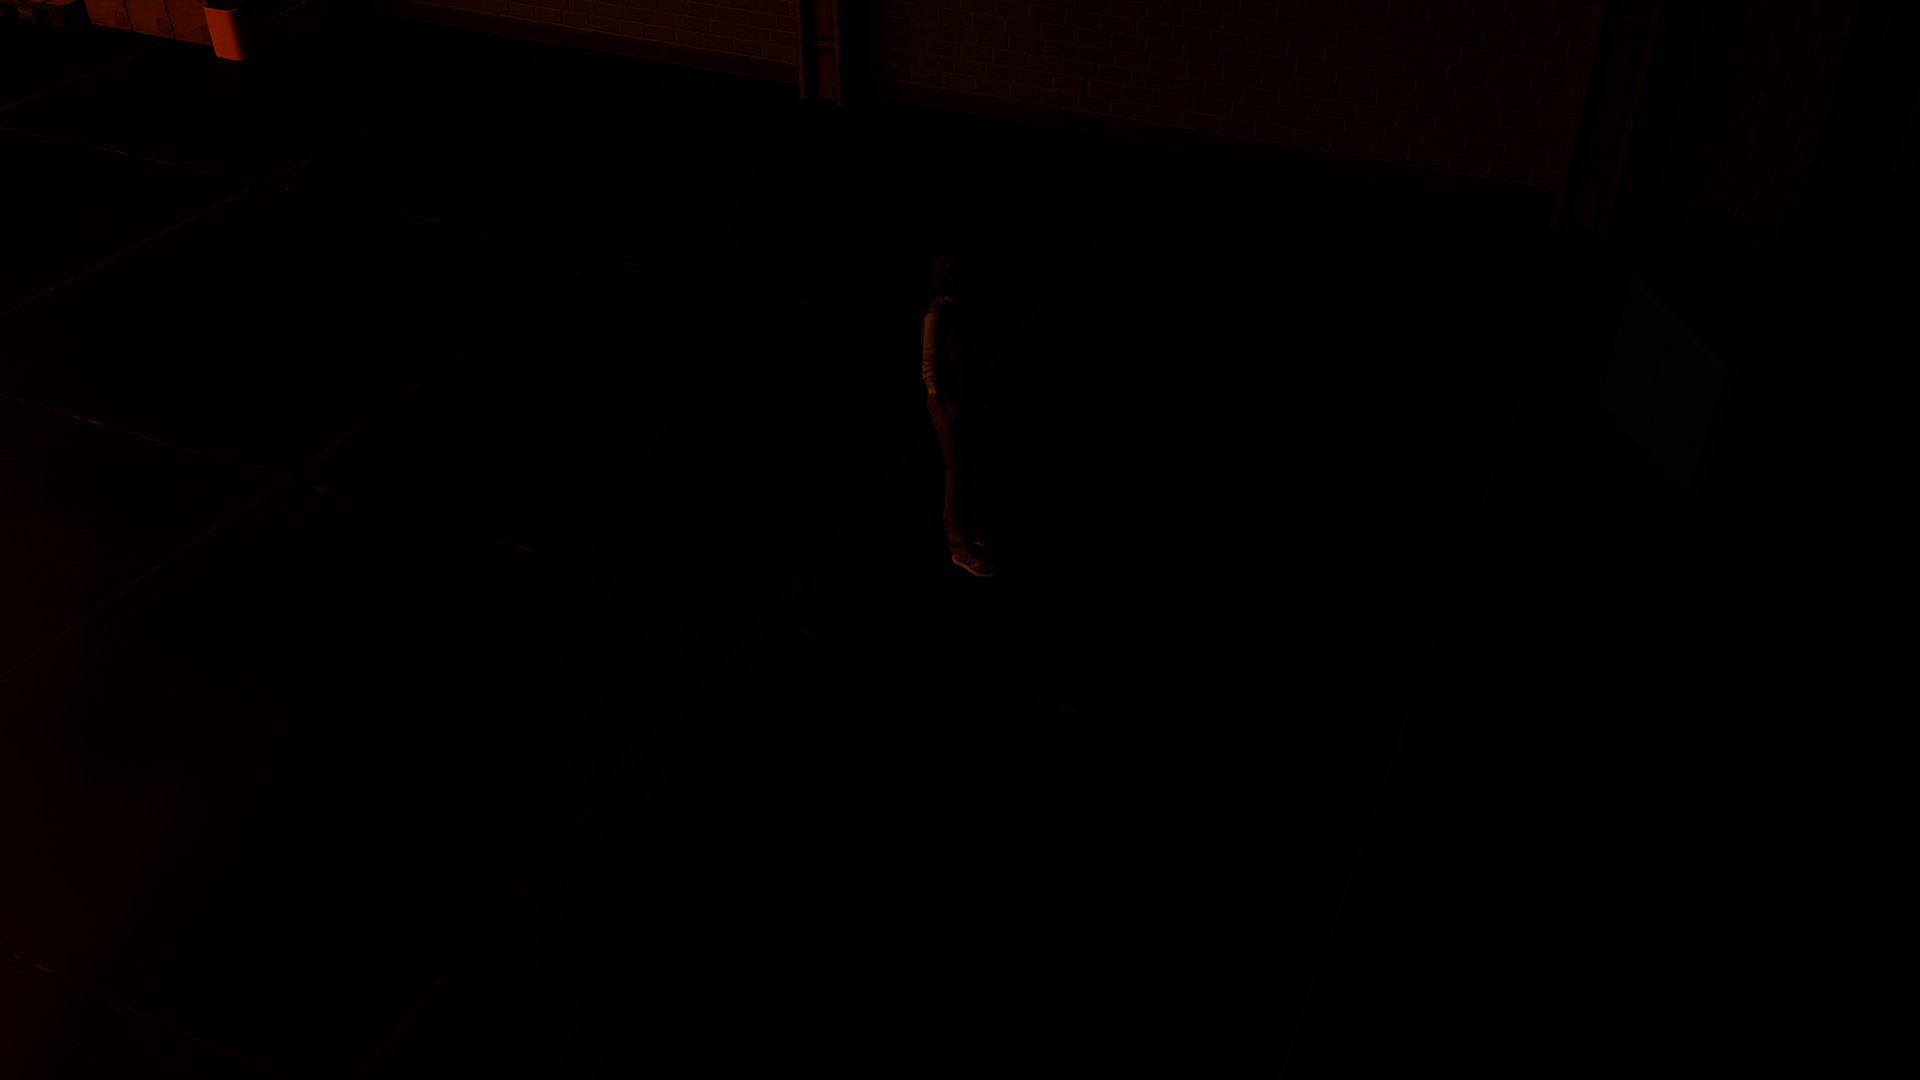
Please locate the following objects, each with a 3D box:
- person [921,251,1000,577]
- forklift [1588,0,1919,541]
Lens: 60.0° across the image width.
[{"bbox_3d":[0.062,-0.631,8.107,0.473,1.599,0.520,15,38,20],"label":"person"},{"bbox_3d":[5.066,-1.574,8.294,3.031,2.935,1.130,-5,36,-7],"label":"forklift"}]
